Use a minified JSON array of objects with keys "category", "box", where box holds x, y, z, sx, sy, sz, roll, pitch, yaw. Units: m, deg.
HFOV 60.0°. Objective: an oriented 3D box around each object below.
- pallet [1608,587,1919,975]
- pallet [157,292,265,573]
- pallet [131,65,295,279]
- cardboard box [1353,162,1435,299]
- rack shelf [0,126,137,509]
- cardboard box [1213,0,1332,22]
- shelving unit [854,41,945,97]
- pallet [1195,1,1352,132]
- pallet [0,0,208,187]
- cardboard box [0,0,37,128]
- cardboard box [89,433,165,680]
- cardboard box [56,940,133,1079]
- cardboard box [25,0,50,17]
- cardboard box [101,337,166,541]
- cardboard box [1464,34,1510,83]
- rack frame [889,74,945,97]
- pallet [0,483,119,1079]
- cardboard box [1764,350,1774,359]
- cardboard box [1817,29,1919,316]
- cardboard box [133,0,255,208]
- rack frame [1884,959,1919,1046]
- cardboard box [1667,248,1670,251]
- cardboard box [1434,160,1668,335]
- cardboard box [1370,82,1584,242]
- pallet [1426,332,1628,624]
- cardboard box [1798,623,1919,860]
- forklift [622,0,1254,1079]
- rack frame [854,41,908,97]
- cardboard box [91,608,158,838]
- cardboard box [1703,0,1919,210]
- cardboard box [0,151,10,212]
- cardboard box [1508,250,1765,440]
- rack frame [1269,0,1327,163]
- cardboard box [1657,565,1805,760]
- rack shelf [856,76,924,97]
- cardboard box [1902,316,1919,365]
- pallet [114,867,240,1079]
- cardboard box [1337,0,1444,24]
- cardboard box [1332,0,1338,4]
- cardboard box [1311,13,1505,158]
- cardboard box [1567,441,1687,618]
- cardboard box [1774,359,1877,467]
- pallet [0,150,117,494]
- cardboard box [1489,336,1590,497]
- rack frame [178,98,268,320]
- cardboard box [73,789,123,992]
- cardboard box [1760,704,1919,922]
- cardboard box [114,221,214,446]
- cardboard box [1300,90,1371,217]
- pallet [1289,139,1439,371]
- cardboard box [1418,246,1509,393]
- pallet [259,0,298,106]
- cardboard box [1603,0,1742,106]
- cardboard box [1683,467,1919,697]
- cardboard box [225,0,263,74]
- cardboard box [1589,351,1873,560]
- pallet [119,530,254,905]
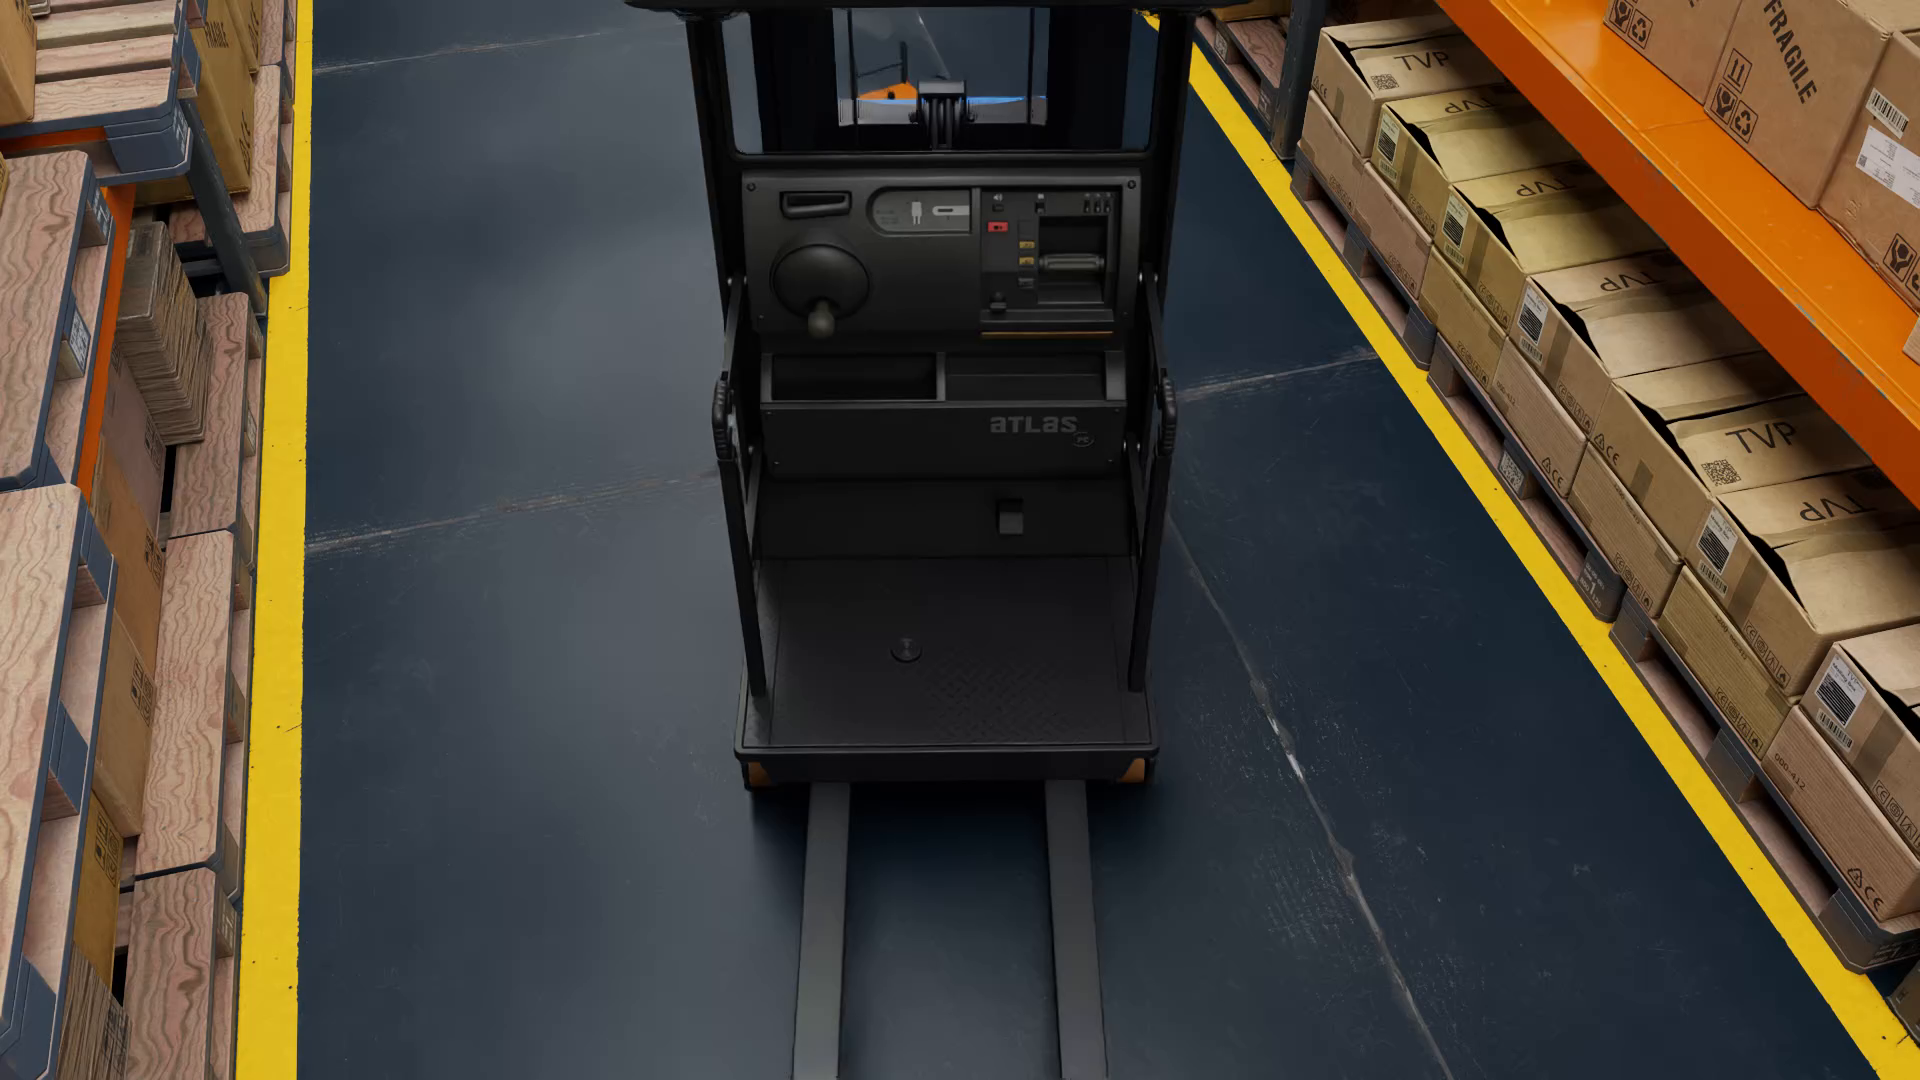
[{"category":"pallet","box":[2.568,0.519,4.593,1.003,0.211,1.213,-11,47,-10]},{"category":"pallet","box":[-2.818,-0.293,5.389,1.003,0.211,1.213,-11,47,-10]},{"category":"pallet","box":[-3.146,-1.390,6.465,1.003,0.211,1.213,-11,47,-10]},{"category":"cardboard box","box":[1.750,-1.139,5.897,0.500,0.250,0.500,-12,47,-11]},{"category":"rack shelf","box":[-2.505,-0.176,3.826,1.077,0.370,4.000,-11,47,-10]},{"category":"cardboard box","box":[1.304,-2.599,7.139,0.500,0.500,0.500,-9,46,-9]},{"category":"shelving unit","box":[-0.194,-1.125,5.616,0.215,1.050,0.252,-23,50,-21]},{"category":"pallet","box":[1.616,-2.263,7.320,1.003,0.211,1.213,-11,47,-10]},{"category":"pallet","box":[-2.732,-1.269,4.527,1.213,0.211,1.003,-11,47,-10]},{"category":"cardboard box","box":[-2.718,-1.294,4.040,0.700,0.500,0.500,-15,47,-14]},{"category":"cardboard box","box":[-2.608,0.115,4.479,0.700,0.500,0.500,-11,47,-11]},{"category":"cardboard box","box":[-2.198,1.169,3.446,0.700,0.500,0.500,-9,46,-9]},{"category":"cardboard box","box":[-2.887,-1.675,4.413,0.700,0.500,0.500,-16,48,-15]},{"category":"cardboard box","box":[-2.763,-0.223,4.810,0.700,0.500,0.500,-11,47,-10]},{"category":"cardboard box","box":[2.143,-1.781,6.134,0.500,0.311,0.500,-10,46,-9]},{"category":"rack frame","box":[-0.131,-1.051,5.542,0.200,1.050,0.008,-23,50,-21]},{"category":"pallet","box":[-2.048,0.466,2.827,1.003,0.211,1.213,-11,47,-10]},{"category":"cardboard box","box":[2.535,-0.728,5.102,0.500,0.311,0.500,-10,46,-9]},{"category":"cardboard box","box":[2.479,-0.887,3.949,0.500,0.500,0.500,-8,46,-7]},{"category":"cardboard box","box":[-3.078,-1.735,6.061,0.750,0.750,0.750,-11,47,-11]},{"category":"rack frame","box":[2.795,0.045,3.106,1.000,3.000,0.127,-11,47,-10]},{"category":"cardboard box","box":[2.409,-1.074,5.441,0.500,0.311,0.500,-11,47,-11]},{"category":"cardboard box","box":[1.892,-0.969,5.338,0.500,0.311,0.500,-12,47,-11]},{"category":"cardboard box","box":[1.763,-1.321,5.683,0.500,0.311,0.500,-12,47,-11]},{"category":"pallet","box":[2.252,-0.324,5.420,1.003,0.211,1.213,-11,47,-10]},{"category":"cardboard box","box":[2.414,0.437,3.960,0.500,0.311,0.500,-11,47,-10]},{"category":"forklift","box":[-0.038,-0.578,3.765,1.130,2.935,3.031,0,46,0]},{"category":"rack frame","box":[-0.257,-1.199,5.690,0.200,1.050,0.008,-23,50,-21]},{"category":"cardboard box","box":[-2.470,0.462,4.139,0.700,0.500,0.500,-10,46,-10]},{"category":"cardboard box","box":[2.351,-1.233,4.288,0.500,0.500,0.500,-11,47,-10]},{"category":"cardboard box","box":[-2.547,-0.819,3.574,0.700,0.500,0.500,-11,47,-10]},{"category":"cardboard box","box":[2.024,-0.614,4.990,0.500,0.311,0.500,-11,47,-11]},{"category":"rack frame","box":[1.771,-2.717,5.812,1.000,3.000,0.127,-11,47,-10]},{"category":"cardboard box","box":[2.280,0.278,4.509,0.500,0.250,0.500,-11,47,-11]},{"category":"rack shelf","box":[-0.195,-1.317,5.422,0.215,0.259,0.240,-23,50,-21]},{"category":"cardboard box","box":[2.392,-0.481,3.716,0.396,0.266,0.258,-12,47,-11]},{"category":"pallet","box":[-2.194,1.392,3.738,1.003,0.211,1.213,-11,47,-10]},{"category":"cardboard box","box":[1.930,-2.362,6.907,0.500,0.500,0.500,-9,46,-9]},{"category":"cardboard box","box":[1.791,-2.723,7.260,0.500,0.500,0.500,-12,47,-12]},{"category":"cardboard box","box":[1.621,-1.682,6.037,0.500,0.311,0.500,-9,46,-9]},{"category":"cardboard box","box":[2.149,-0.076,4.855,0.500,0.250,0.500,-10,46,-9]},{"category":"cardboard box","box":[2.673,-0.370,4.751,0.500,0.311,0.500,-12,47,-12]},{"category":"pallet","box":[-2.471,-0.382,3.658,1.003,0.211,1.213,-11,47,-10]},{"category":"cardboard box","box":[2.020,-0.427,5.200,0.500,0.250,0.500,-10,46,-10]},{"category":"rack frame","box":[-3.017,-1.808,4.922,1.000,3.000,0.127,-11,47,-10]},{"category":"cardboard box","box":[-2.378,0.822,3.787,0.700,0.500,0.500,-12,47,-11]},{"category":"cardboard box","box":[2.408,0.627,4.166,0.500,0.250,0.500,-11,47,-11]},{"category":"cardboard box","box":[-2.782,-0.600,5.180,0.700,0.500,0.500,-10,46,-10]},{"category":"cardboard box","box":[1.621,-1.486,6.237,0.500,0.250,0.500,-11,47,-10]},{"category":"pallet","box":[1.944,-1.165,6.244,1.003,0.211,1.213,-11,47,-10]},{"category":"cardboard box","box":[1.889,-0.781,5.547,0.500,0.250,0.500,-12,47,-11]},{"category":"pallet","box":[-3.455,-2.231,7.289,1.003,0.211,1.213,-11,47,-10]},{"category":"cardboard box","box":[2.216,-1.596,4.644,0.500,0.500,0.500,-13,47,-12]},{"category":"cardboard box","box":[2.275,0.079,4.311,0.500,0.311,0.500,-10,46,-9]},{"category":"cardboard box","box":[-3.297,-2.341,6.655,0.750,0.750,0.750,-11,47,-11]},{"category":"cardboard box","box":[2.149,-0.266,4.649,0.500,0.311,0.500,-11,47,-10]},{"category":"pallet","box":[-2.510,0.548,4.565,1.003,0.211,1.213,-11,47,-10]}]
